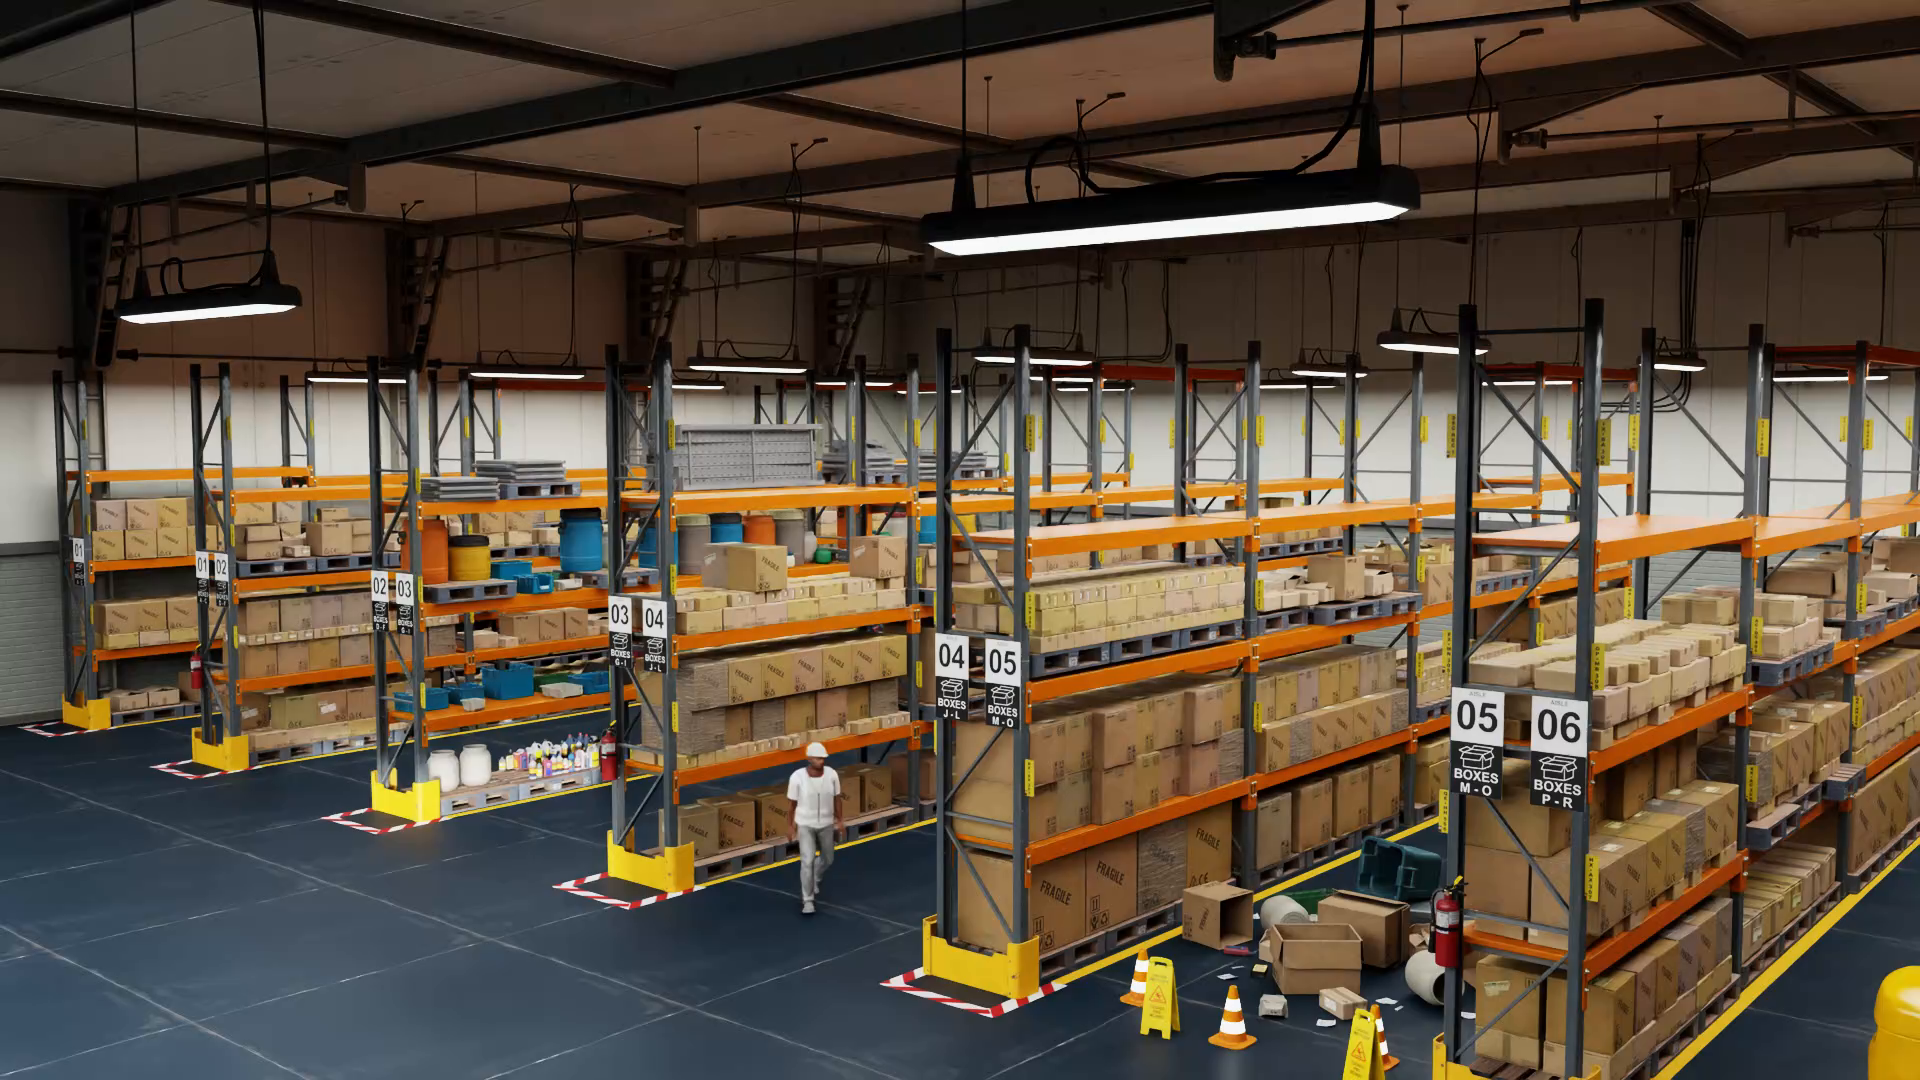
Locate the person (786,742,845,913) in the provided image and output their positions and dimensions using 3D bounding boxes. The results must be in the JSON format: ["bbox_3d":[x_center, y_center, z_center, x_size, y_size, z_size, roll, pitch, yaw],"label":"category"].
[{"bbox_3d":[-1.547,3.012,17.685,0.605,1.756,0.775,-2,5,-24],"label":"person"}]
